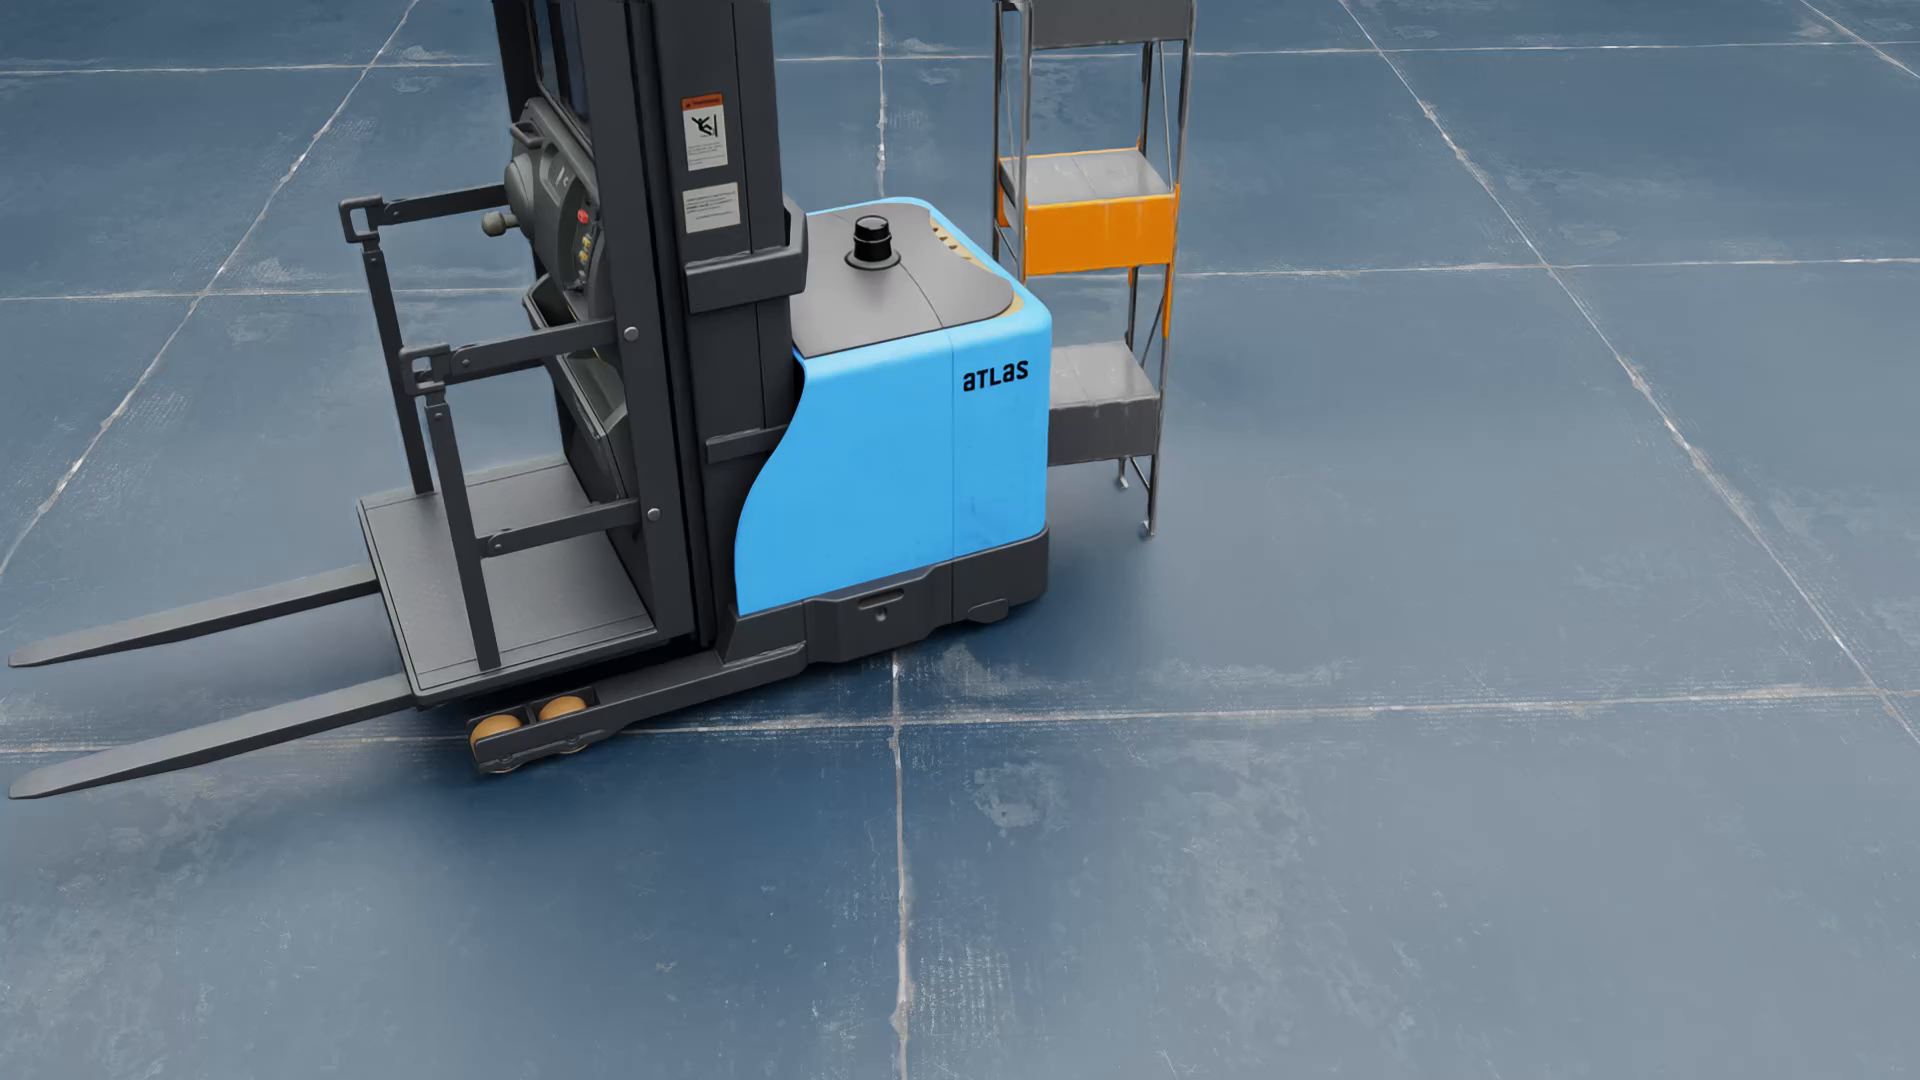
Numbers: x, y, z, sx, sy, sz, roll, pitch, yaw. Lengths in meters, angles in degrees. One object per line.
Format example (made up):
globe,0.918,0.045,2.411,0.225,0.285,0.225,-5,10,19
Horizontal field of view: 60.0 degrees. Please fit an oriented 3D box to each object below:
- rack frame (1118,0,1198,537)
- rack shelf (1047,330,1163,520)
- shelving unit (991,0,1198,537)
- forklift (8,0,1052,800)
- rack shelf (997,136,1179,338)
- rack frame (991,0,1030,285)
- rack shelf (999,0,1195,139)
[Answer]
rack frame,0.626,-0.985,5.328,0.015,2.100,0.400,-7,35,-10
rack shelf,0.387,-0.370,5.693,0.480,0.518,0.431,-7,35,-10
shelving unit,0.387,-0.957,5.287,0.503,2.100,0.431,-7,35,-10
forklift,-1.274,-0.879,4.444,3.031,2.935,1.130,-15,37,-20
rack shelf,0.387,-0.945,5.295,0.480,0.518,0.431,-7,35,-10
rack frame,0.148,-0.928,5.246,0.015,2.100,0.400,-7,35,-10
rack shelf,0.387,-1.521,4.897,0.480,0.518,0.431,-7,35,-10
